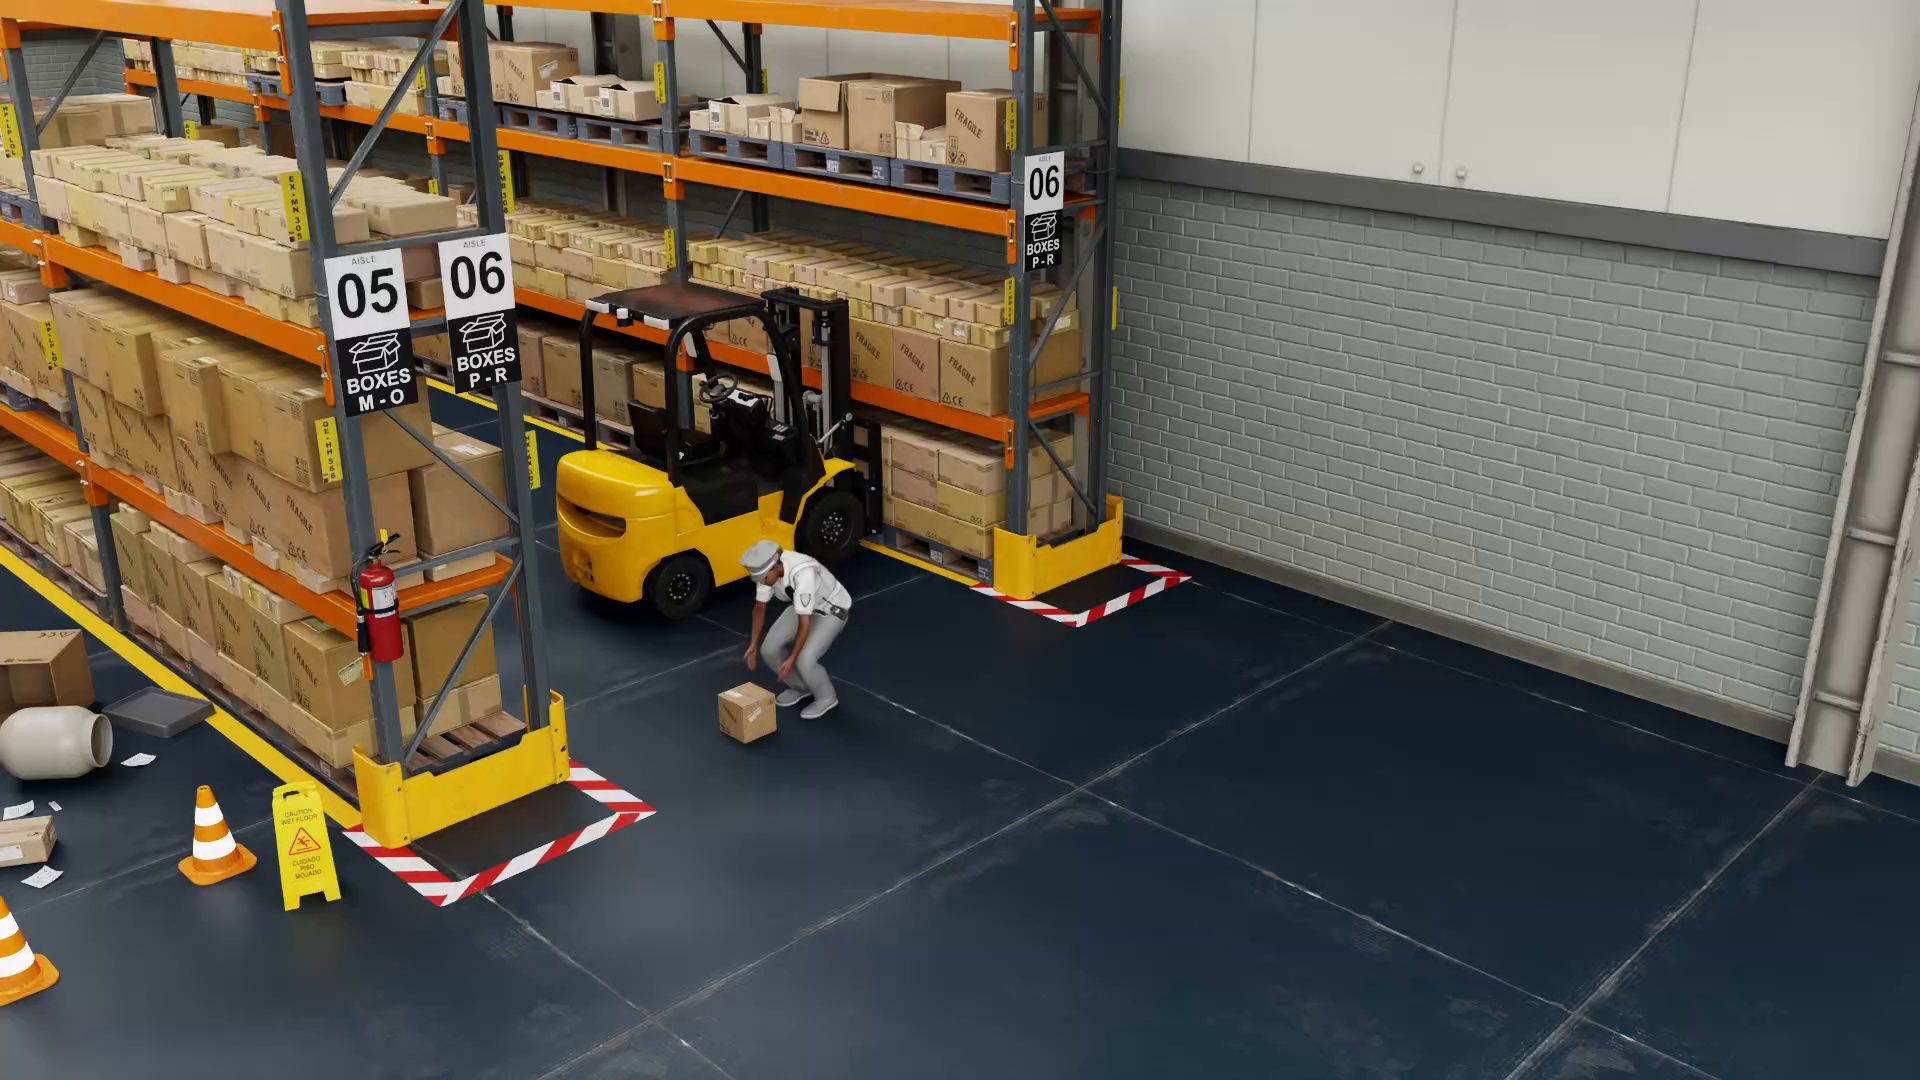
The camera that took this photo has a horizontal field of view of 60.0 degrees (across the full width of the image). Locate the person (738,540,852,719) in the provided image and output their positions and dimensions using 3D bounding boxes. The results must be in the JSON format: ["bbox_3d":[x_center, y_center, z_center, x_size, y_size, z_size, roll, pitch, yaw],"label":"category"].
[{"bbox_3d":[-1.014,0.524,10.335,0.501,1.218,0.792,19,28,41],"label":"person"}]
